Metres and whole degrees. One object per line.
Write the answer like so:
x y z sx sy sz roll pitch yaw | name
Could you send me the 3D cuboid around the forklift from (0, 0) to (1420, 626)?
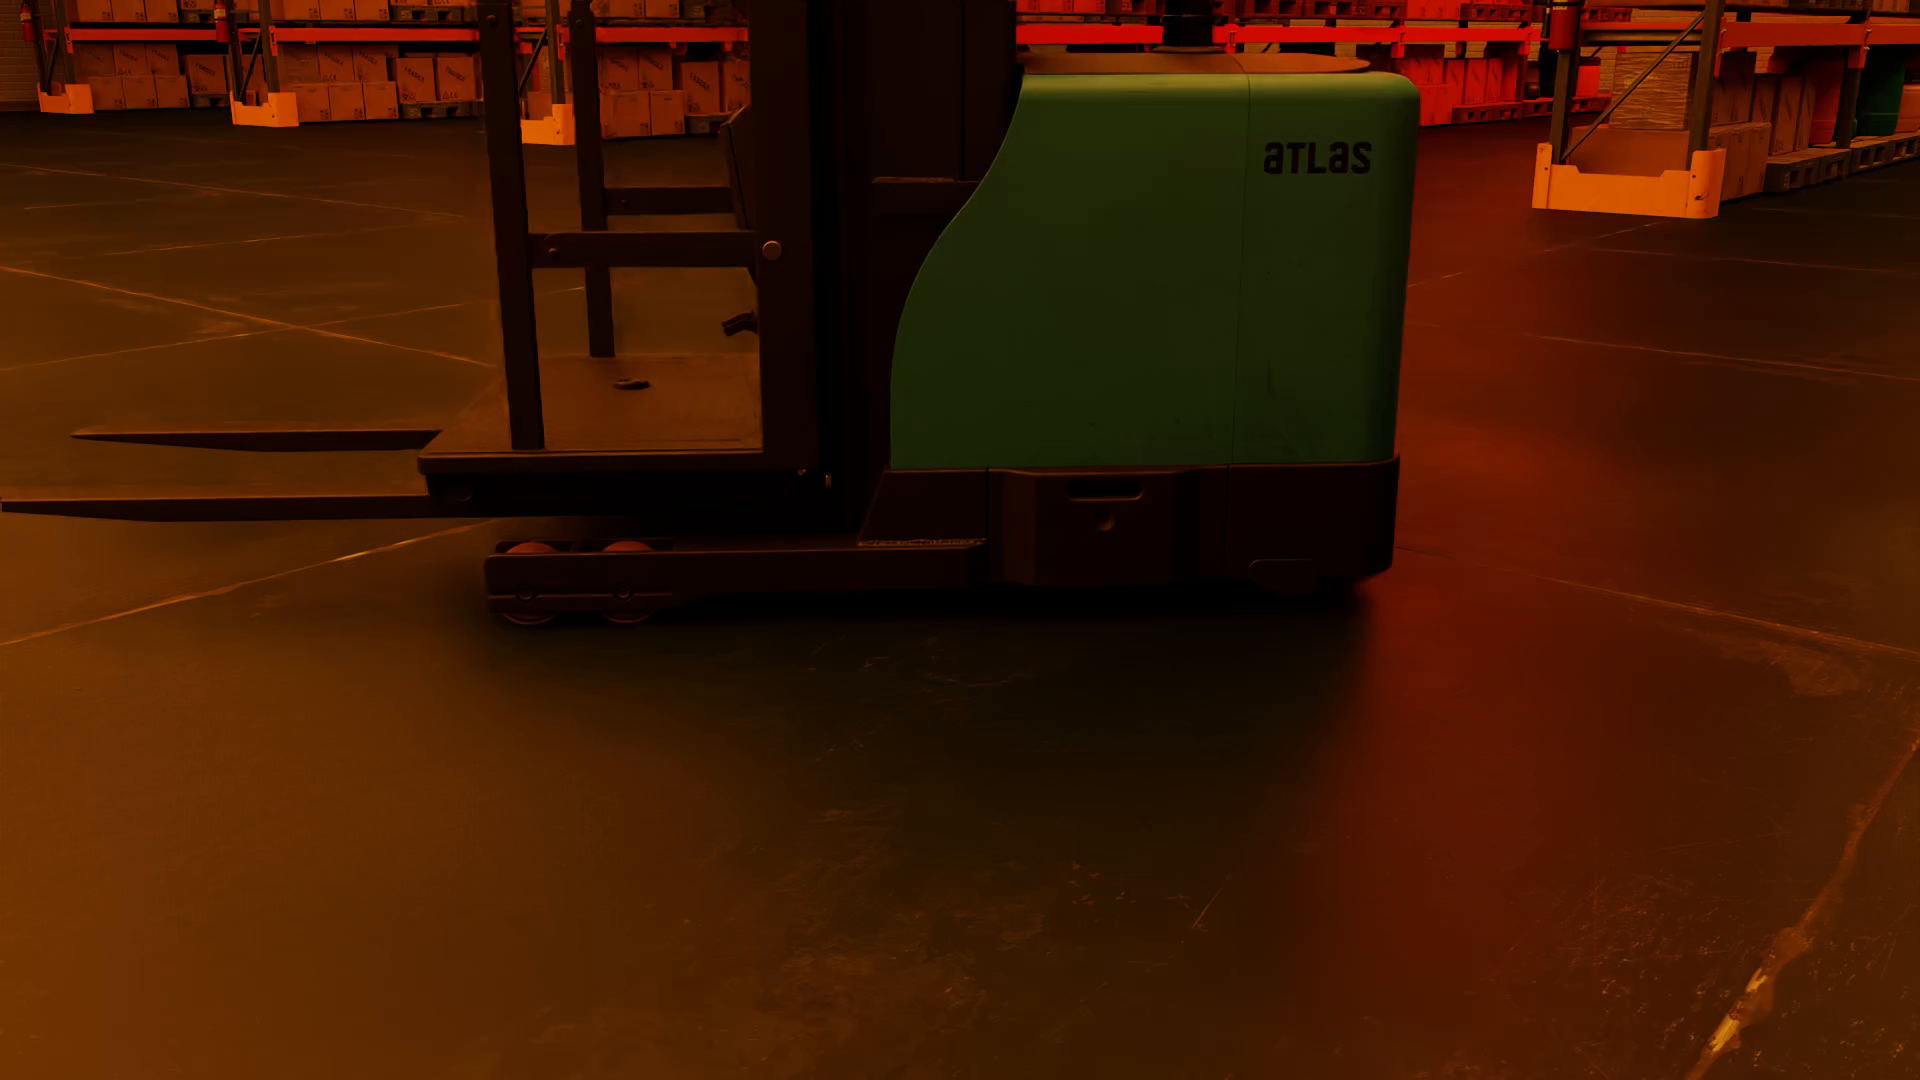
-0.620 -1.387 3.465 3.031 2.935 1.130 -1 17 -3 | forklift
